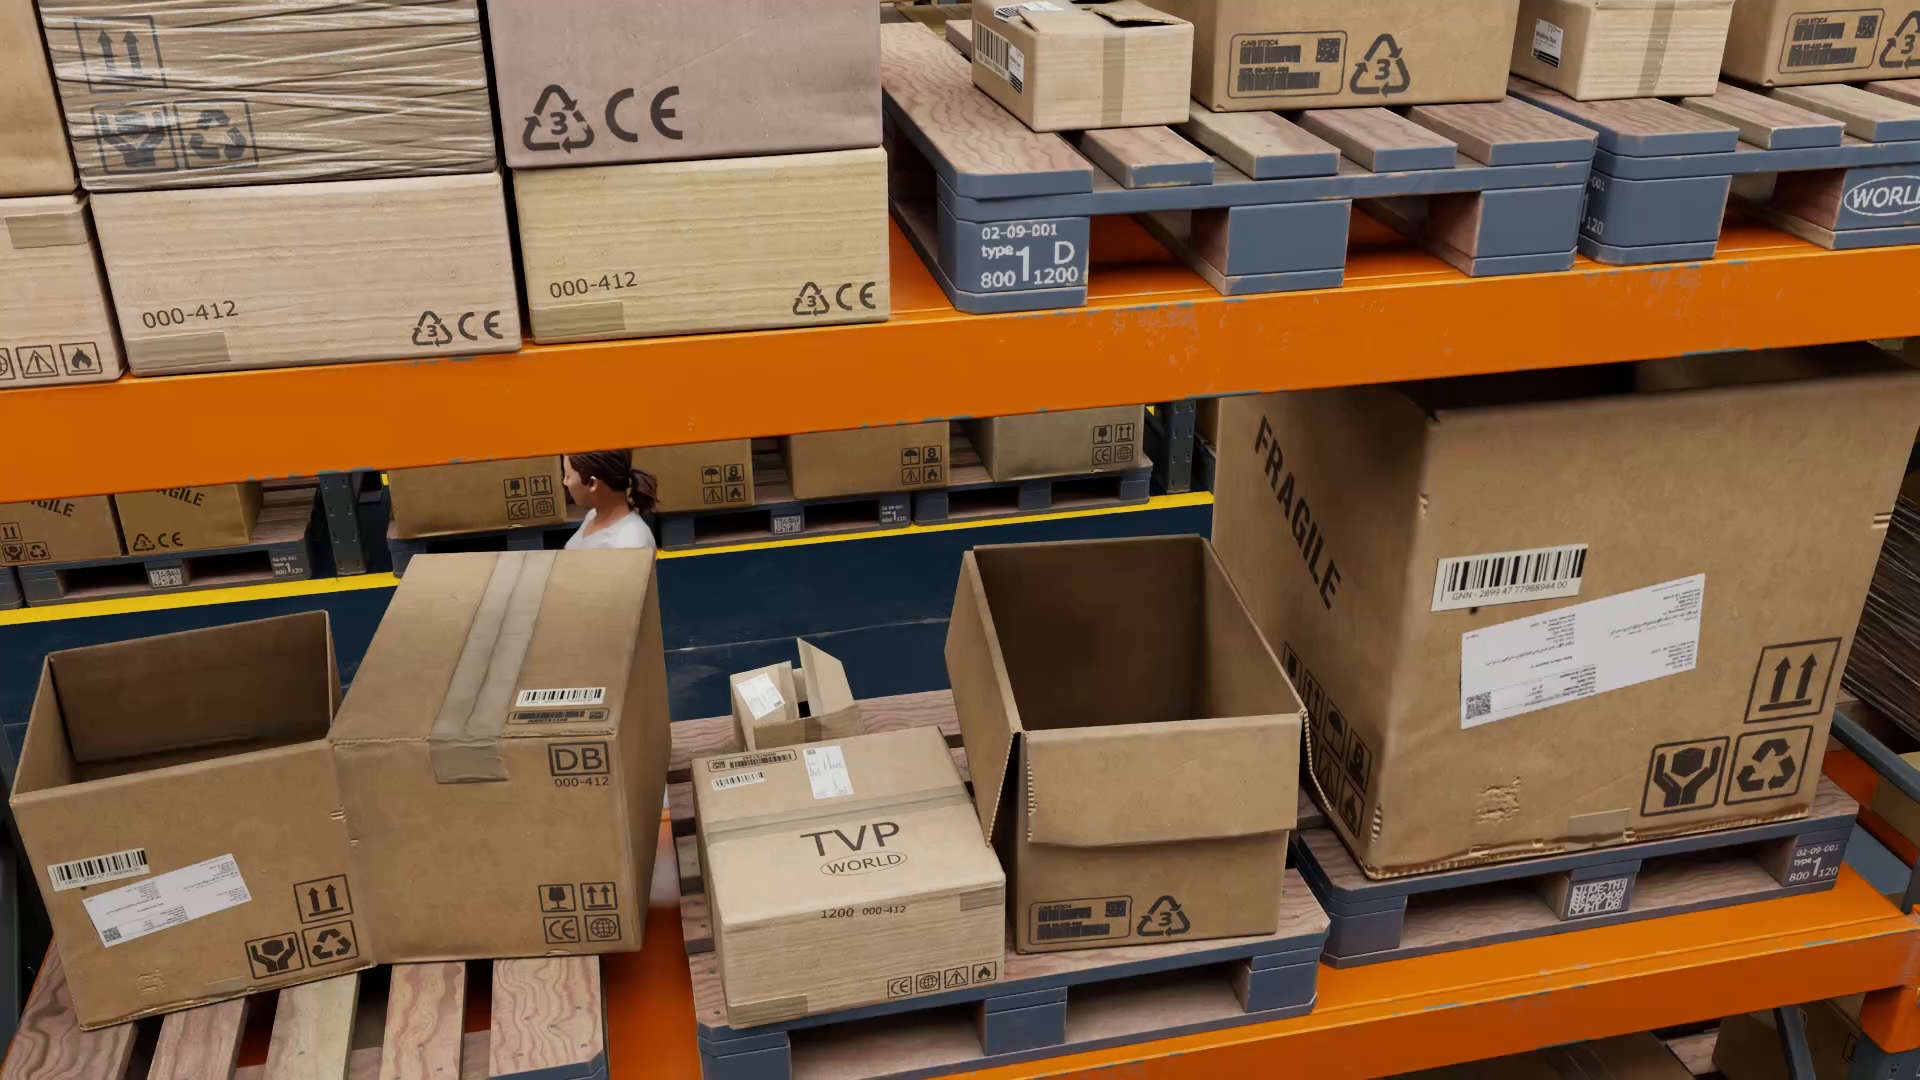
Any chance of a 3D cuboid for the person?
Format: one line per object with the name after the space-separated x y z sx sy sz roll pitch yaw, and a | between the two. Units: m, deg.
-1.152 0.443 5.235 0.692 1.657 0.506 -11 29 -20 | person
